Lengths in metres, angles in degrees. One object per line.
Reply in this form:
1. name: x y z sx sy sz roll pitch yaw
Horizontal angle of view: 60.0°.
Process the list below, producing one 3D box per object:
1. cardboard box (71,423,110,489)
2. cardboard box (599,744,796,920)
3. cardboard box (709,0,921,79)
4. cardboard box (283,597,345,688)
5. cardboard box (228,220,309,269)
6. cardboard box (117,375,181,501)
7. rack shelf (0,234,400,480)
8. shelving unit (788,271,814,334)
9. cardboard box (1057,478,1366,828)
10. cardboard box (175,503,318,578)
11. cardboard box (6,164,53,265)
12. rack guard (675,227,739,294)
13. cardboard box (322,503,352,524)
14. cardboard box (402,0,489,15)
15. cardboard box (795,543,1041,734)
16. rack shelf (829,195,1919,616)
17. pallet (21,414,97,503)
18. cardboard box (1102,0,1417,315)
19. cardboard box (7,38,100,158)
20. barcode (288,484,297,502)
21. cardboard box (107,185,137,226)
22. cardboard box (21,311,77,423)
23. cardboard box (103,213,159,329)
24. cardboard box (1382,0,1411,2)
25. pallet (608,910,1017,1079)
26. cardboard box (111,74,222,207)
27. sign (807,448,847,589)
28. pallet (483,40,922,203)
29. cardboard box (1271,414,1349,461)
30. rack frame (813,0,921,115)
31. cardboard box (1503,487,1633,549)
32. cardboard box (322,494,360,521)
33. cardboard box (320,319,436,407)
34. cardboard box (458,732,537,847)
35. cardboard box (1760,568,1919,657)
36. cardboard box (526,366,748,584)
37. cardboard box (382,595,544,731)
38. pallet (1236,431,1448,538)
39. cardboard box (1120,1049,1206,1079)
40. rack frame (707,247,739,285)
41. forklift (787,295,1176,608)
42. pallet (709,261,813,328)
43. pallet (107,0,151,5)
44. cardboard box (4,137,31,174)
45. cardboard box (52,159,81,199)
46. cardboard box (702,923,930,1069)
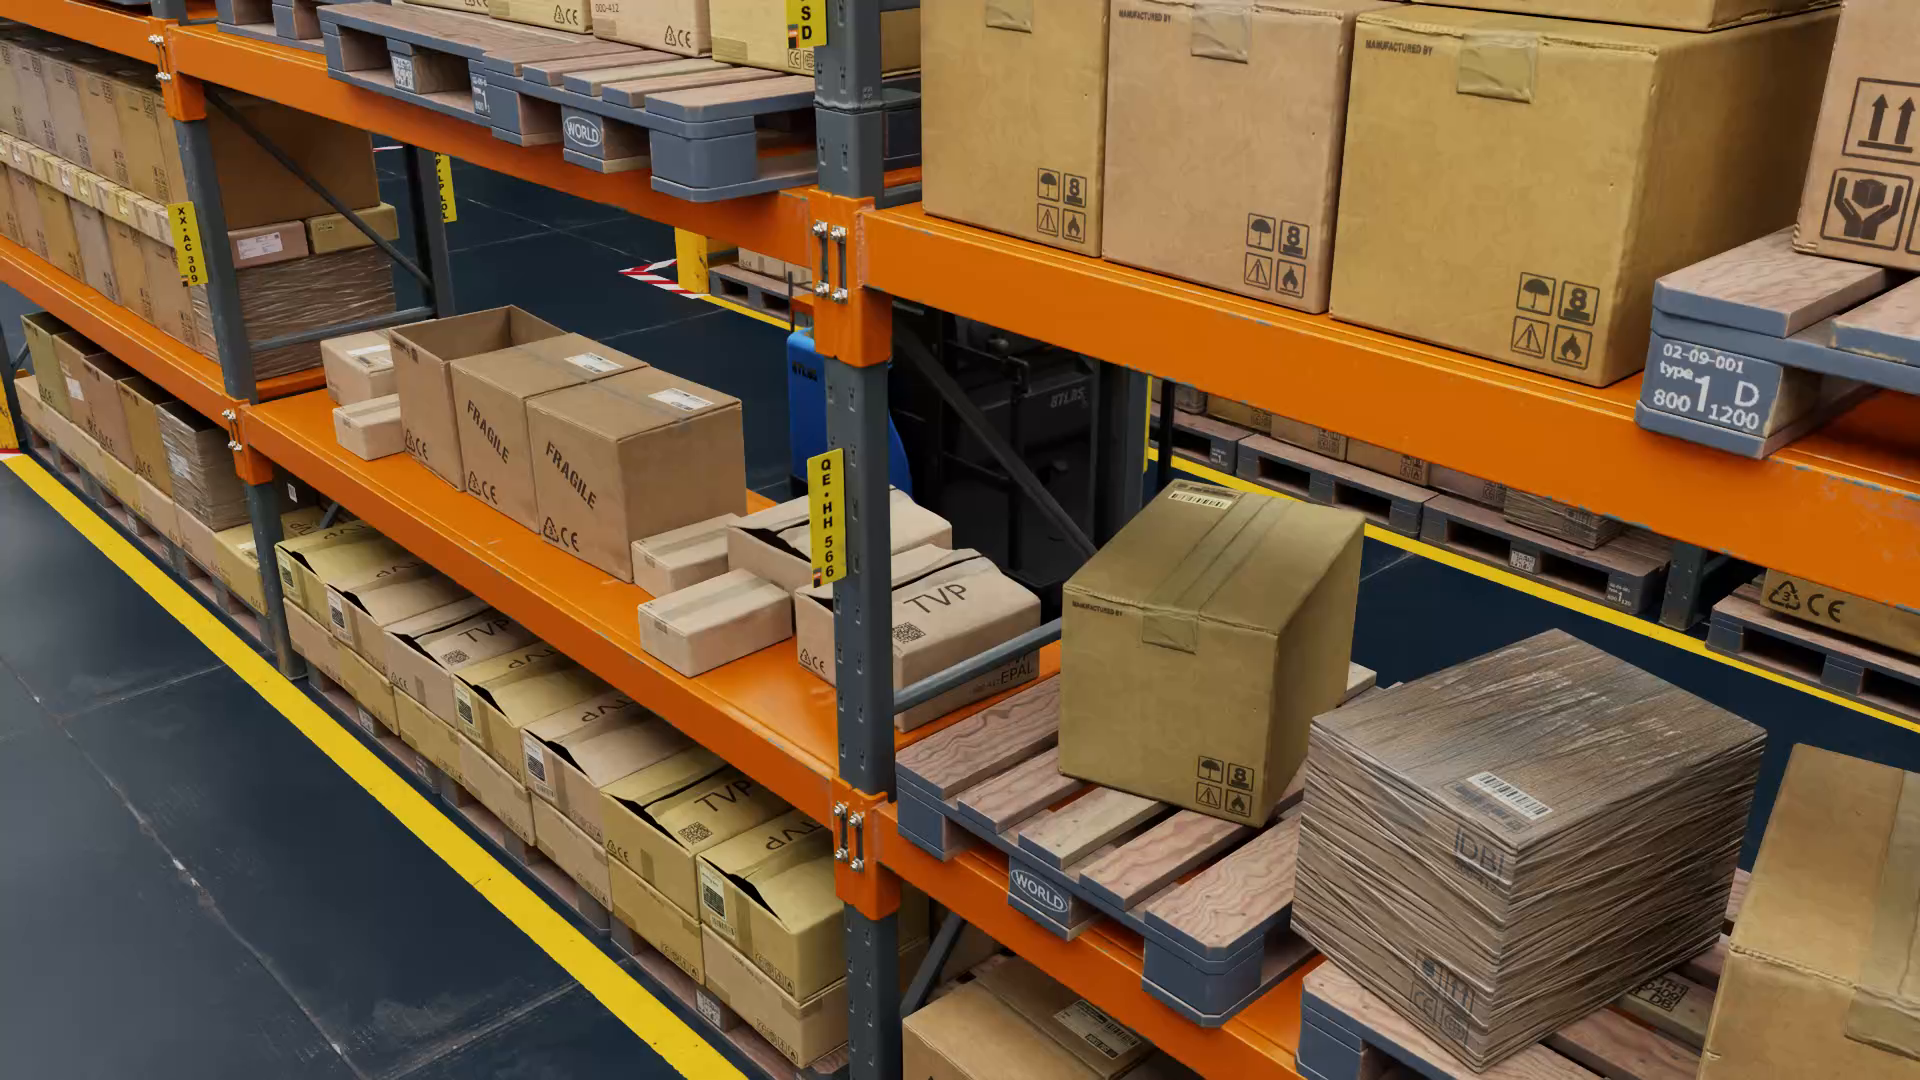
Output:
1. cardboard box: -4.482 -0.516 9.074 0.500 0.250 0.500 -21 32 -38
2. cardboard box: -0.802 0.880 5.337 0.500 0.311 0.500 -22 32 -39
3. cardboard box: -0.255 -1.289 4.022 0.500 0.250 0.500 21 32 38
4. cardboard box: -2.543 0.361 7.153 0.500 0.250 0.500 -22 33 -40
5. cardboard box: -2.980 -1.254 6.983 0.380 0.149 0.250 -21 32 -38
6. cardboard box: -3.792 -0.557 8.260 0.500 0.500 0.500 -21 32 -38
7. rack shelf: -4.005 -1.171 8.569 1.077 0.370 4.000 -21 32 -38
8. shelving unit: -0.684 -0.875 9.221 0.258 1.200 0.503 -20 31 -37
9. cardboard box: 0.609 0.242 3.978 0.500 0.500 0.700 12 27 25
10. cardboard box: -3.449 -0.065 8.085 0.500 0.250 0.500 -21 32 -38
11. cardboard box: -4.700 -1.846 9.063 0.700 0.500 0.500 -20 31 -37
12. rack guard: -1.706 -2.350 13.299 1.175 0.500 0.348 -21 32 -38
13. cardboard box: -2.733 -0.058 8.071 0.500 0.250 0.500 -21 32 -38
14. cardboard box: -1.376 -1.783 5.105 0.500 0.250 0.500 20 32 37
15. cardboard box: -0.121 0.238 4.722 0.500 0.311 0.500 -19 31 -35
16. rack shelf: 1.463 -0.111 2.633 1.077 0.370 4.000 -21 32 -38
17. pallet: -4.818 -0.615 9.844 1.003 0.211 1.213 -21 32 -38
18. cardboard box: 0.768 -0.813 3.184 0.910 0.500 0.500 -21 32 -38
19. cardboard box: -4.317 -2.268 8.424 0.700 0.500 0.500 -21 32 -38
20. barcode: -2.767 -0.196 6.891 0.001 0.075 0.075 -21 32 -38
21. cardboard box: -3.674 -1.563 7.660 0.380 0.149 0.250 -21 32 -39
22. cardboard box: -4.824 -1.008 9.250 0.500 0.500 0.500 -21 32 -38
23. cardboard box: -3.651 -1.381 8.043 0.700 0.500 0.500 -21 32 -38
24. cardboard box: 0.738 -1.257 2.951 0.500 0.500 0.500 -21 32 -38
25. pallet: -0.438 1.328 5.584 1.003 0.211 1.213 -21 32 -38
26. cardboard box: -3.292 -1.813 7.427 0.700 0.500 0.500 -21 32 -39
27. sign: -0.307 -0.048 3.847 0.100 0.325 0.005 -21 32 -38
28. pallet: -0.433 -1.139 4.246 1.213 0.211 1.003 -19 31 -36
29. cardboard box: 2.200 -0.835 9.447 0.700 0.500 0.500 -21 32 -38
30. rack frame: 0.096 -2.409 3.189 1.000 3.000 0.127 -21 32 -38
31. cardboard box: 3.179 -0.353 8.391 0.700 0.500 0.500 -21 32 -38
32. cardboard box: -2.726 -0.402 7.922 0.500 0.500 0.500 -21 32 -38
33. cardboard box: -2.269 -0.687 6.822 0.500 0.250 0.500 -19 31 -35
34. cardboard box: -1.492 0.826 6.132 0.500 0.250 0.500 -20 32 -38
35. cardboard box: 4.116 -0.039 7.306 0.750 0.750 0.750 -22 32 -39
36. cardboard box: -1.063 -0.229 5.518 0.500 0.500 0.500 22 32 39
37. cardboard box: -1.844 0.418 6.350 0.500 0.311 0.500 23 33 40
38. pallet: 2.347 -0.424 9.426 1.003 0.211 1.213 -21 32 -38
39. cardboard box: 0.561 1.633 4.038 0.500 0.500 0.500 22 33 40
40. rack frame: -1.758 -3.510 12.830 1.000 3.000 0.127 -21 32 -38
41. forklift: 0.446 -1.091 7.610 1.130 2.935 3.031 -20 31 -37
42. pallet: -1.177 -1.962 12.797 1.003 0.211 1.213 -21 32 -38
43. pallet: -3.240 -2.467 7.037 1.003 0.211 1.213 -21 32 -38
44. cardboard box: -4.738 -2.032 8.688 0.380 0.149 0.250 -22 32 -39
45. cardboard box: -4.211 -1.798 8.176 0.380 0.149 0.250 -21 32 -38
46. cardboard box: -0.441 1.290 5.116 0.500 0.250 0.500 -20 31 -37
